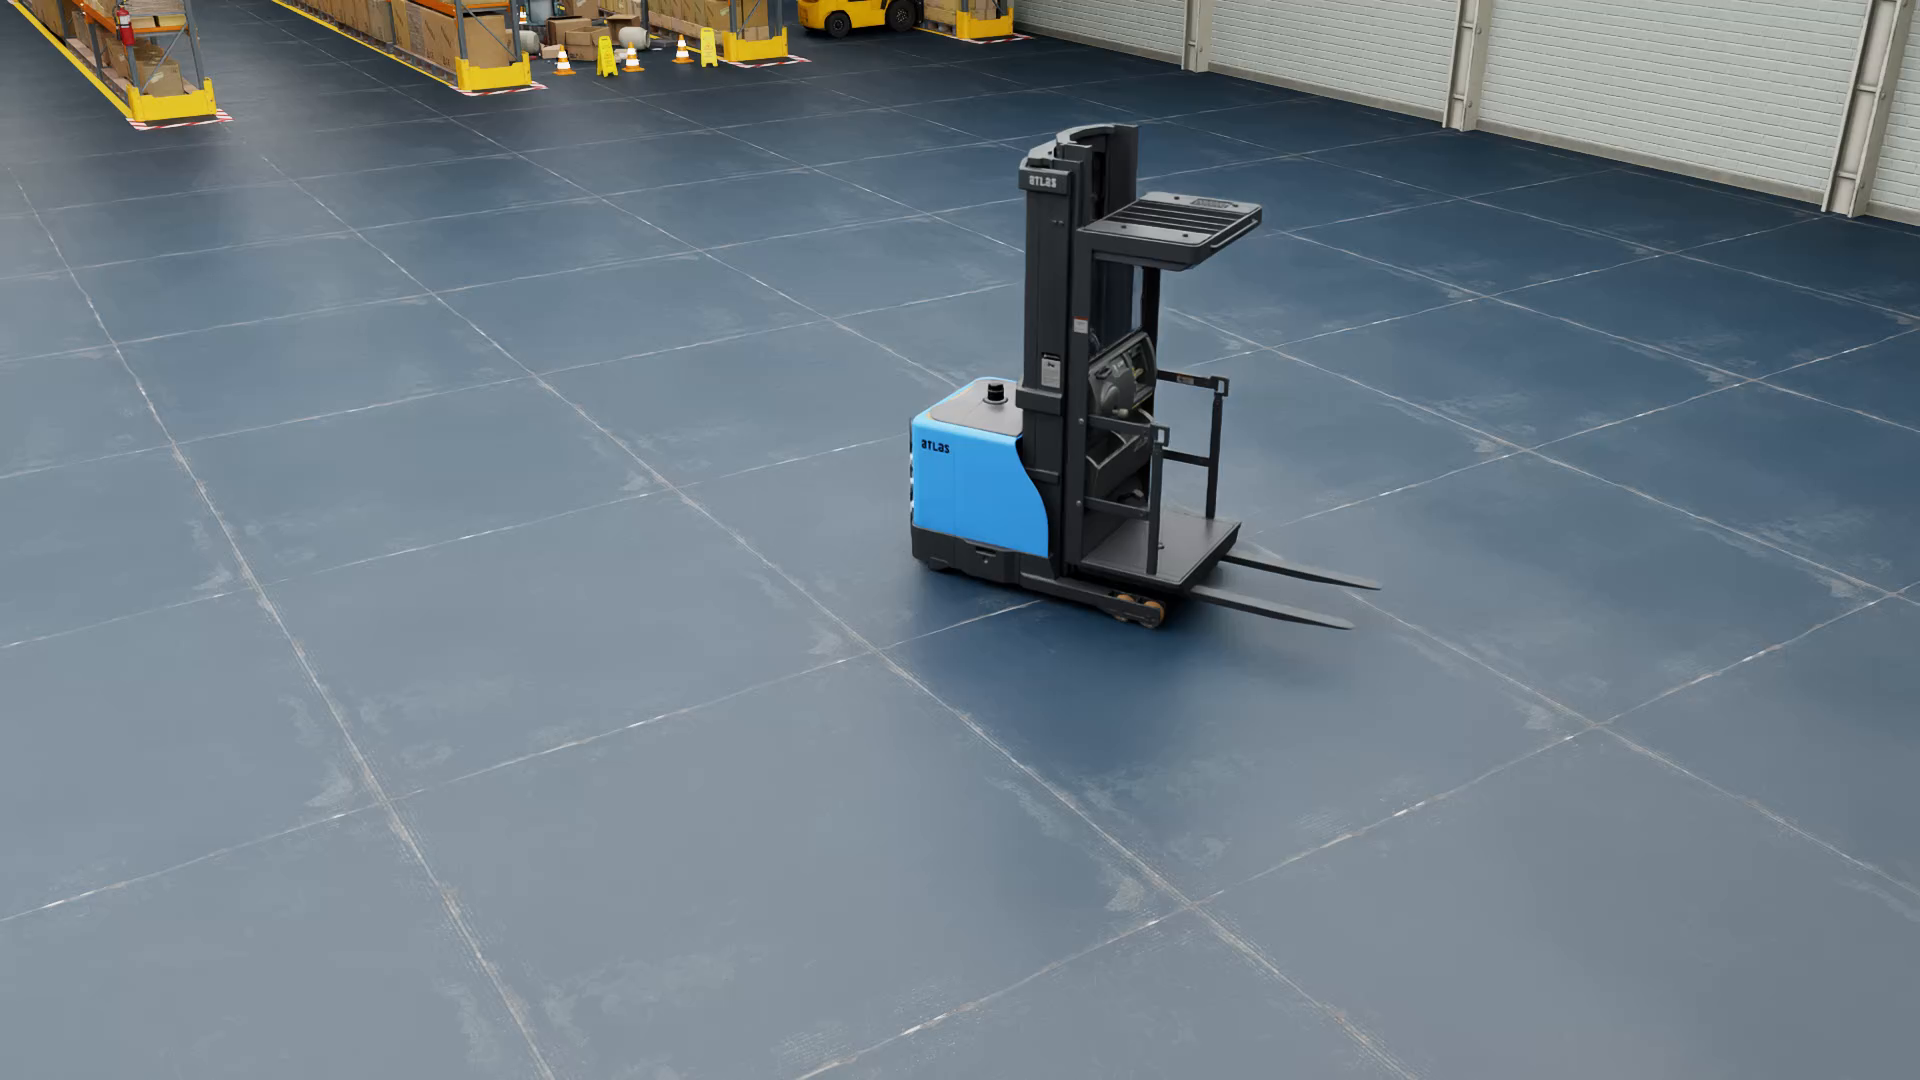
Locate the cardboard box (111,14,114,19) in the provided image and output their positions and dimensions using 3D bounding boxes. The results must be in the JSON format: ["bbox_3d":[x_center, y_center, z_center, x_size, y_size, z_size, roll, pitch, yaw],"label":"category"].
[{"bbox_3d":[-13.007,-8.213,25.890,0.380,0.149,0.250,-16,29,-30],"label":"cardboard box"}]

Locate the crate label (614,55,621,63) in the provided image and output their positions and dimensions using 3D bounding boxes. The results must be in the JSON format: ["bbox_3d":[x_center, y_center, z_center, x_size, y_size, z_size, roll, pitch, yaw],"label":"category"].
[{"bbox_3d":[-6.221,-8.584,29.735,0.298,0.136,0.250,12,28,24],"label":"crate label"}]

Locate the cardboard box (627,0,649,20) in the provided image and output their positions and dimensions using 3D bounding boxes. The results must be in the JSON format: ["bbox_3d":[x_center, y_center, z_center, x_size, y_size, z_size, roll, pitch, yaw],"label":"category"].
[{"bbox_3d":[-6.151,-10.758,33.574,0.950,0.372,0.625,-15,29,-29],"label":"cardboard box"}]

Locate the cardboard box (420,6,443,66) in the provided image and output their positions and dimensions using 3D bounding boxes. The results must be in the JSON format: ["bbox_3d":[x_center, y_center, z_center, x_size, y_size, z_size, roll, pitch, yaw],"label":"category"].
[{"bbox_3d":[-8.679,-8.719,28.666,0.875,0.875,0.875,-16,30,-30],"label":"cardboard box"}]

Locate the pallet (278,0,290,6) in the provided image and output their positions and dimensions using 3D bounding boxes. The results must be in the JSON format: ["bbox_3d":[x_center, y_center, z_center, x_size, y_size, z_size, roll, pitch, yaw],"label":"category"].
[{"bbox_3d":[-14.719,-12.212,37.334,1.003,0.211,1.213,-16,29,-30],"label":"pallet"}]

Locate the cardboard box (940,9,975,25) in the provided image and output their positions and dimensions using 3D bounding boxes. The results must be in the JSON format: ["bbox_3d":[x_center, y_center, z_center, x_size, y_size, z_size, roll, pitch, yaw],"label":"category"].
[{"bbox_3d":[-0.044,-10.338,32.826,0.500,0.250,0.500,-15,29,-29],"label":"cardboard box"}]

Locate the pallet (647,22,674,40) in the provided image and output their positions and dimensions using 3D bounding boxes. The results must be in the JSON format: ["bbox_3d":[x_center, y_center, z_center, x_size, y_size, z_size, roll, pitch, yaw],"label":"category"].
[{"bbox_3d":[-5.467,-10.076,32.810,1.003,0.211,1.213,-16,29,-30],"label":"pallet"}]

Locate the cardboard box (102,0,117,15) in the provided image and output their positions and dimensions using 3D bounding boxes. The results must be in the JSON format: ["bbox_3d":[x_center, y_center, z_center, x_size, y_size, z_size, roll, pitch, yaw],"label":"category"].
[{"bbox_3d":[-12.633,-8.363,25.448,0.875,0.500,0.500,-16,29,-30],"label":"cardboard box"}]

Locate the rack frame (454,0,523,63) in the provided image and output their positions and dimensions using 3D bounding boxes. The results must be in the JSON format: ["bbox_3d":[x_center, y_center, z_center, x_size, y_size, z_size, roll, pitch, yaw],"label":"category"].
[{"bbox_3d":[-7.772,-8.949,27.155,1.000,3.000,0.127,-16,29,-30],"label":"rack frame"}]

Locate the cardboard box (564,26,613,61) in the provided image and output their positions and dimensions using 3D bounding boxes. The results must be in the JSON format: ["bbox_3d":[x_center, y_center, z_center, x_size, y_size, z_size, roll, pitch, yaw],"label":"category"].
[{"bbox_3d":[-6.759,-9.048,30.290,0.637,0.503,0.797,7,26,15],"label":"cardboard box"}]

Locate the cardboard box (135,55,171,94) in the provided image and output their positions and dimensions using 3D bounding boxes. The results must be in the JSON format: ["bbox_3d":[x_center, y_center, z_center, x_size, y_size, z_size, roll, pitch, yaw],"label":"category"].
[{"bbox_3d":[-12.664,-7.322,26.145,0.500,0.500,0.500,-8,26,-16],"label":"cardboard box"}]

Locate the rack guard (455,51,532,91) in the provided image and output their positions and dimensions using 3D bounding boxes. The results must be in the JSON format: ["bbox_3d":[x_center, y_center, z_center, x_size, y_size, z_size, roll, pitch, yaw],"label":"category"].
[{"bbox_3d":[-7.758,-7.810,27.671,1.175,0.500,0.348,-16,29,-30],"label":"rack guard"}]

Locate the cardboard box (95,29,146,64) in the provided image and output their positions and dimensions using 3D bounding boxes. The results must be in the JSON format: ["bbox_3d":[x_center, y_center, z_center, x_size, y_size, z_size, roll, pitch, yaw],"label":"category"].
[{"bbox_3d":[-14.483,-8.553,28.730,0.700,0.500,0.500,-18,31,-33],"label":"cardboard box"}]

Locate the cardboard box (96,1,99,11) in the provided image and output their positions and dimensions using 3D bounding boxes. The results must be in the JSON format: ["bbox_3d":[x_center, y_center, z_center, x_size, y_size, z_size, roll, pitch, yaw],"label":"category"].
[{"bbox_3d":[-13.598,-8.558,26.621,0.380,0.149,0.250,-16,29,-30],"label":"cardboard box"}]

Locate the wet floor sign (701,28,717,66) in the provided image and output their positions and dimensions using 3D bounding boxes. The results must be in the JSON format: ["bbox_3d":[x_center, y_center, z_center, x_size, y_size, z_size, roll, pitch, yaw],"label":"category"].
[{"bbox_3d":[-4.472,-8.757,29.506,0.267,0.644,0.232,-6,26,-12],"label":"wet floor sign"}]

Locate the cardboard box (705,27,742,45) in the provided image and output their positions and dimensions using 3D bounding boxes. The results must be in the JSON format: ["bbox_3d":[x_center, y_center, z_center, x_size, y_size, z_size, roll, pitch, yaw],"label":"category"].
[{"bbox_3d":[-4.359,-9.320,30.671,0.500,0.250,0.500,-16,29,-30],"label":"cardboard box"}]

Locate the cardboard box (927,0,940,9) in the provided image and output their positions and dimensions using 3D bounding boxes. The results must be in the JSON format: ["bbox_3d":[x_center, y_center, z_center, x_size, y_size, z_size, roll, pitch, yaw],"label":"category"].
[{"bbox_3d":[-0.315,-10.752,33.119,0.500,0.250,0.500,-16,30,-30],"label":"cardboard box"}]

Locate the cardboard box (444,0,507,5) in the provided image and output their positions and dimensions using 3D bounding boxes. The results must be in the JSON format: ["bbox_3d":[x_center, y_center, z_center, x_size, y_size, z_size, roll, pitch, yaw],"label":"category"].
[{"bbox_3d":[-8.012,-9.139,27.382,0.875,0.550,0.550,-16,29,-30],"label":"cardboard box"}]

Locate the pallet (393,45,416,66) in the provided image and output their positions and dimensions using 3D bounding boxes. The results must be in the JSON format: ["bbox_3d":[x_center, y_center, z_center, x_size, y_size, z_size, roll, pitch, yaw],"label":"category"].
[{"bbox_3d":[-9.606,-8.828,30.167,1.003,0.211,1.213,-16,29,-30],"label":"pallet"}]

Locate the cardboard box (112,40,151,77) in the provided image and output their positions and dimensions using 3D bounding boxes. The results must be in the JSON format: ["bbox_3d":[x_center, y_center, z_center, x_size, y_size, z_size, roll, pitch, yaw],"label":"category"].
[{"bbox_3d":[-13.662,-7.964,27.505,0.500,0.500,0.500,-6,26,-13],"label":"cardboard box"}]

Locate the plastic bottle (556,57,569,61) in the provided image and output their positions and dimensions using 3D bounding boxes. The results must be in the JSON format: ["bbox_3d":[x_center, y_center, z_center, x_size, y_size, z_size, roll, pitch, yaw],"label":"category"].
[{"bbox_3d":[-7.213,-8.710,30.091,0.283,0.061,0.133,18,31,33],"label":"plastic bottle"}]

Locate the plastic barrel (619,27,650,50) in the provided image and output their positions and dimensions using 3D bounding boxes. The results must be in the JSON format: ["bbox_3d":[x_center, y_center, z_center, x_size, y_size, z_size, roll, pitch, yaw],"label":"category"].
[{"bbox_3d":[-6.075,-9.360,31.043,0.512,0.421,0.421,3,25,6],"label":"plastic barrel"}]

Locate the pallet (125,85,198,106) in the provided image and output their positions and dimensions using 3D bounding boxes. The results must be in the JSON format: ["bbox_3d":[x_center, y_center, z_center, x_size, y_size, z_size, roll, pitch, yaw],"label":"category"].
[{"bbox_3d":[-12.438,-6.894,26.069,1.003,0.211,1.213,-16,29,-30],"label":"pallet"}]

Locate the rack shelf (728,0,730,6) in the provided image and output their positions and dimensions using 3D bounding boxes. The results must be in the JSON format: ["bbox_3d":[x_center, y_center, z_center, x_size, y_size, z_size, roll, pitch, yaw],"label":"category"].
[{"bbox_3d":[-4.771,-10.529,31.344,1.077,0.370,4.000,-16,29,-30],"label":"rack shelf"}]

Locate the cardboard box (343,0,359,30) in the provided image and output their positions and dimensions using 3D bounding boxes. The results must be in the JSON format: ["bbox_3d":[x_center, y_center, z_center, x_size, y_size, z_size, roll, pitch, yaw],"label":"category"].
[{"bbox_3d":[-11.402,-10.432,32.441,1.050,0.750,0.750,-15,29,-29],"label":"cardboard box"}]

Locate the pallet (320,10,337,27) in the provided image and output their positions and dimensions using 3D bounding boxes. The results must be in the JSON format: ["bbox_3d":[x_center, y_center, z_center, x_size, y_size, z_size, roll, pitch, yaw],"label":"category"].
[{"bbox_3d":[-12.564,-10.829,34.405,1.003,0.211,1.213,-16,29,-30],"label":"pallet"}]

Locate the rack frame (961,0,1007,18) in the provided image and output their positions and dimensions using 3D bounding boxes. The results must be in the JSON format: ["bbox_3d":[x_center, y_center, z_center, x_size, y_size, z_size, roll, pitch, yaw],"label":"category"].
[{"bbox_3d":[0.477,-11.297,32.129,1.000,3.000,0.127,-16,29,-30],"label":"rack frame"}]

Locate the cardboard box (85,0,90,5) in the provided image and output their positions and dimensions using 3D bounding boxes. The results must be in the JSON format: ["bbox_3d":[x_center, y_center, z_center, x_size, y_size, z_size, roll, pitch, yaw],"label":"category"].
[{"bbox_3d":[-14.175,-8.907,27.361,0.380,0.149,0.250,-16,29,-30],"label":"cardboard box"}]

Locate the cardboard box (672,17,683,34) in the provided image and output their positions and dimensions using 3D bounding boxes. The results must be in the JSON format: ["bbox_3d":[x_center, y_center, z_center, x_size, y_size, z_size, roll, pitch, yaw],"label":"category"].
[{"bbox_3d":[-5.174,-9.864,31.824,0.500,0.250,0.500,-16,30,-30],"label":"cardboard box"}]

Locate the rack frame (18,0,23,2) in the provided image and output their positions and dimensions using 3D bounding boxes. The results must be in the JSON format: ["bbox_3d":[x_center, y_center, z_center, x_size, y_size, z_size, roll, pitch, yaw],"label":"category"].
[{"bbox_3d":[-20.717,-13.552,36.906,1.000,3.000,0.127,-16,29,-30],"label":"rack frame"}]

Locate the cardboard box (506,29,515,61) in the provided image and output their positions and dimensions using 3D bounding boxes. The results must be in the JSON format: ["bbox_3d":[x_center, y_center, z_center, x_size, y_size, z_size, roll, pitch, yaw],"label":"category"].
[{"bbox_3d":[-8.248,-8.934,30.050,0.500,0.500,0.500,-10,27,-21],"label":"cardboard box"}]

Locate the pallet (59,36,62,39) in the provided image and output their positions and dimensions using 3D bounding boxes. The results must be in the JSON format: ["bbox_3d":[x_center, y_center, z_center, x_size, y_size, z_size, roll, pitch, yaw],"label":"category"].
[{"bbox_3d":[-17.379,-10.165,32.998,1.003,0.211,1.213,-16,29,-30],"label":"pallet"}]

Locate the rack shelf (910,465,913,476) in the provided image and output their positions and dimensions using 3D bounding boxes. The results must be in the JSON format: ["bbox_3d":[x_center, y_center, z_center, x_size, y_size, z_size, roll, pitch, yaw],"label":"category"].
[{"bbox_3d":[-0.200,-0.503,11.591,0.200,0.077,0.258,13,28,26],"label":"rack shelf"}]

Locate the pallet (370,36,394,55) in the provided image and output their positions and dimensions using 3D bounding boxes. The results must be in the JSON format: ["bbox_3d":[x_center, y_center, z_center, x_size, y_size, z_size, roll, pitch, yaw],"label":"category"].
[{"bbox_3d":[-10.440,-9.377,31.329,1.003,0.211,1.213,-16,29,-30],"label":"pallet"}]

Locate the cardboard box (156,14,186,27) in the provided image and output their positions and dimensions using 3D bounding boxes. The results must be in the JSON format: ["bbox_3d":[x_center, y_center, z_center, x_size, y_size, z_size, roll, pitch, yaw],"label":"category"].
[{"bbox_3d":[-11.938,-7.873,25.171,0.380,0.149,0.250,-16,29,-30],"label":"cardboard box"}]

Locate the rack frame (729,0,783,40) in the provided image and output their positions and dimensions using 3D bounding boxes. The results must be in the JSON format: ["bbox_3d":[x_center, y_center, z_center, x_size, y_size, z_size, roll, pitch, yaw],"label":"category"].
[{"bbox_3d":[-3.679,-10.139,29.676,1.000,3.000,0.127,-16,29,-30],"label":"rack frame"}]

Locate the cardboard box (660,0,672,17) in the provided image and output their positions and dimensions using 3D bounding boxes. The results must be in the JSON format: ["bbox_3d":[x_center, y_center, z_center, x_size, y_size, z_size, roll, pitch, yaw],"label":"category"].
[{"bbox_3d":[-5.465,-10.392,32.063,0.500,0.500,0.500,-14,29,-28],"label":"cardboard box"}]

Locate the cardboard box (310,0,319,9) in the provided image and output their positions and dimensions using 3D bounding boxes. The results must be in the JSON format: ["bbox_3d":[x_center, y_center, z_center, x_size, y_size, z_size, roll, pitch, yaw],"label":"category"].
[{"bbox_3d":[-13.300,-11.416,34.818,0.500,0.500,0.500,-17,30,-32],"label":"cardboard box"}]

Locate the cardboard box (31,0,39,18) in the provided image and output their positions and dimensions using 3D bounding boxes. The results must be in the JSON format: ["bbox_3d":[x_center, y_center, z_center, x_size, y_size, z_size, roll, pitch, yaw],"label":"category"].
[{"bbox_3d":[-18.167,-11.126,33.764,1.225,0.875,0.875,-15,29,-29],"label":"cardboard box"}]

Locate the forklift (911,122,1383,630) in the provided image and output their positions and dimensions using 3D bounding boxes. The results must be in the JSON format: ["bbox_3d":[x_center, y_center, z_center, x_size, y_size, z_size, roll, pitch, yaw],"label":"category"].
[{"bbox_3d":[1.210,-1.027,10.455,3.031,2.935,1.130,13,28,26],"label":"forklift"}]

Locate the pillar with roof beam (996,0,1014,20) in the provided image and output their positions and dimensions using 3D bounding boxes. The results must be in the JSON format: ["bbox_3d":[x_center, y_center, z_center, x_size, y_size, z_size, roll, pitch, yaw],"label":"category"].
[{"bbox_3d":[-2.754,-13.466,29.695,9.100,9.000,0.400,-16,29,-30],"label":"pillar with roof beam"}]

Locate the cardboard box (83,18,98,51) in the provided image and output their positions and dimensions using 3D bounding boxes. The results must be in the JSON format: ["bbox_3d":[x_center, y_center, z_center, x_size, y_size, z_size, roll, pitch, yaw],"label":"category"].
[{"bbox_3d":[-15.338,-9.128,29.947,0.700,0.500,0.500,-13,28,-25],"label":"cardboard box"}]

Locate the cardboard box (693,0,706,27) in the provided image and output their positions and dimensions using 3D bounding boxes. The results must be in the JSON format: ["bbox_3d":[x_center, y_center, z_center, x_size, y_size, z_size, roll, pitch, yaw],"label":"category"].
[{"bbox_3d":[-4.623,-9.836,30.885,0.500,0.500,0.500,-14,29,-28],"label":"cardboard box"}]

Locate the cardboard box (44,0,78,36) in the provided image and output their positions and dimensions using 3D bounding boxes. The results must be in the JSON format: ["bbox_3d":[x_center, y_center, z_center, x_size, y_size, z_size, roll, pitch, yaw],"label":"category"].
[{"bbox_3d":[-16.709,-10.171,31.742,1.225,0.875,0.875,-17,30,-32],"label":"cardboard box"}]

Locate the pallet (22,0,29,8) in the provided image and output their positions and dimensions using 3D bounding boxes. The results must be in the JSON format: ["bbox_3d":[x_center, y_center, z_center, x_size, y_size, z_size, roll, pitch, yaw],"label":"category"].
[{"bbox_3d":[-20.215,-12.023,36.934,1.003,0.211,1.213,-16,29,-30],"label":"pallet"}]

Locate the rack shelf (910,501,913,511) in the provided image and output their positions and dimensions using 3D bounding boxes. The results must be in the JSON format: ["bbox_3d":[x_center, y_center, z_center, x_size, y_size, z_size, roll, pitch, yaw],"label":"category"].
[{"bbox_3d":[-0.200,-0.259,11.707,0.200,0.077,0.258,13,28,26],"label":"rack shelf"}]

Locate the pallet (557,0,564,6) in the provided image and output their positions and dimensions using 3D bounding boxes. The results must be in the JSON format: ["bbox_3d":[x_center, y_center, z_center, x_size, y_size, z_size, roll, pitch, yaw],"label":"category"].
[{"bbox_3d":[-8.414,-12.039,36.967,1.003,0.211,1.213,-16,29,-30],"label":"pallet"}]

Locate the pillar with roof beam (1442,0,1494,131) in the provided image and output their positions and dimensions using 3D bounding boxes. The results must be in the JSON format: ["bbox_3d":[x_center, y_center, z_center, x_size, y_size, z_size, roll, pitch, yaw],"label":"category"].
[{"bbox_3d":[3.796,-9.173,20.603,9.100,9.000,0.400,-16,29,-30],"label":"pillar with roof beam"}]

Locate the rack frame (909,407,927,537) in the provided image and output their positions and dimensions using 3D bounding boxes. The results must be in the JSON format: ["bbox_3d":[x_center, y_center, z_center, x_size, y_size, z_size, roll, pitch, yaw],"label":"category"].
[{"bbox_3d":[-0.289,-0.473,11.661,0.006,0.900,0.240,13,28,26],"label":"rack frame"}]

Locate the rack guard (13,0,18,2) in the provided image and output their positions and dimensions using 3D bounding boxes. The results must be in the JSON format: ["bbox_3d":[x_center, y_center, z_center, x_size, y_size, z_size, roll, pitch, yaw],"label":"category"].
[{"bbox_3d":[-20.730,-12.430,37.458,1.175,0.500,0.348,-16,29,-30],"label":"rack guard"}]

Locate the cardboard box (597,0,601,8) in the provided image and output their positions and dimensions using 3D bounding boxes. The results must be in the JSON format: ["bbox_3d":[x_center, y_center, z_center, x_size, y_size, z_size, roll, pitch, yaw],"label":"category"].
[{"bbox_3d":[-7.337,-11.535,35.220,0.950,0.372,0.625,-16,30,-31],"label":"cardboard box"}]

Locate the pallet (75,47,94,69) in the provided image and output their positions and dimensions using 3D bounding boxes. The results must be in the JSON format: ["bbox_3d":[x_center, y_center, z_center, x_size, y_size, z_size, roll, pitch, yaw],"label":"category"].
[{"bbox_3d":[-15.262,-8.714,29.924,1.003,0.211,1.213,-16,29,-30],"label":"pallet"}]

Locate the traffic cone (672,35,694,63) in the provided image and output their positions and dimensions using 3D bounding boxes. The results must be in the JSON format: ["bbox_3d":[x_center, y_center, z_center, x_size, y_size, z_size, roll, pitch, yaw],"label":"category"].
[{"bbox_3d":[-4.995,-8.845,29.906,0.336,0.463,0.334,-16,29,-30],"label":"traffic cone"}]

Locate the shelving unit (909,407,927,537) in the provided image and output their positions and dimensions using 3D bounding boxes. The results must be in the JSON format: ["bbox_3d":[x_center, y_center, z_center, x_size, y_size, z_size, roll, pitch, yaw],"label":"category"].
[{"bbox_3d":[-0.200,-0.452,11.616,0.210,0.900,0.258,13,28,26],"label":"shelving unit"}]
